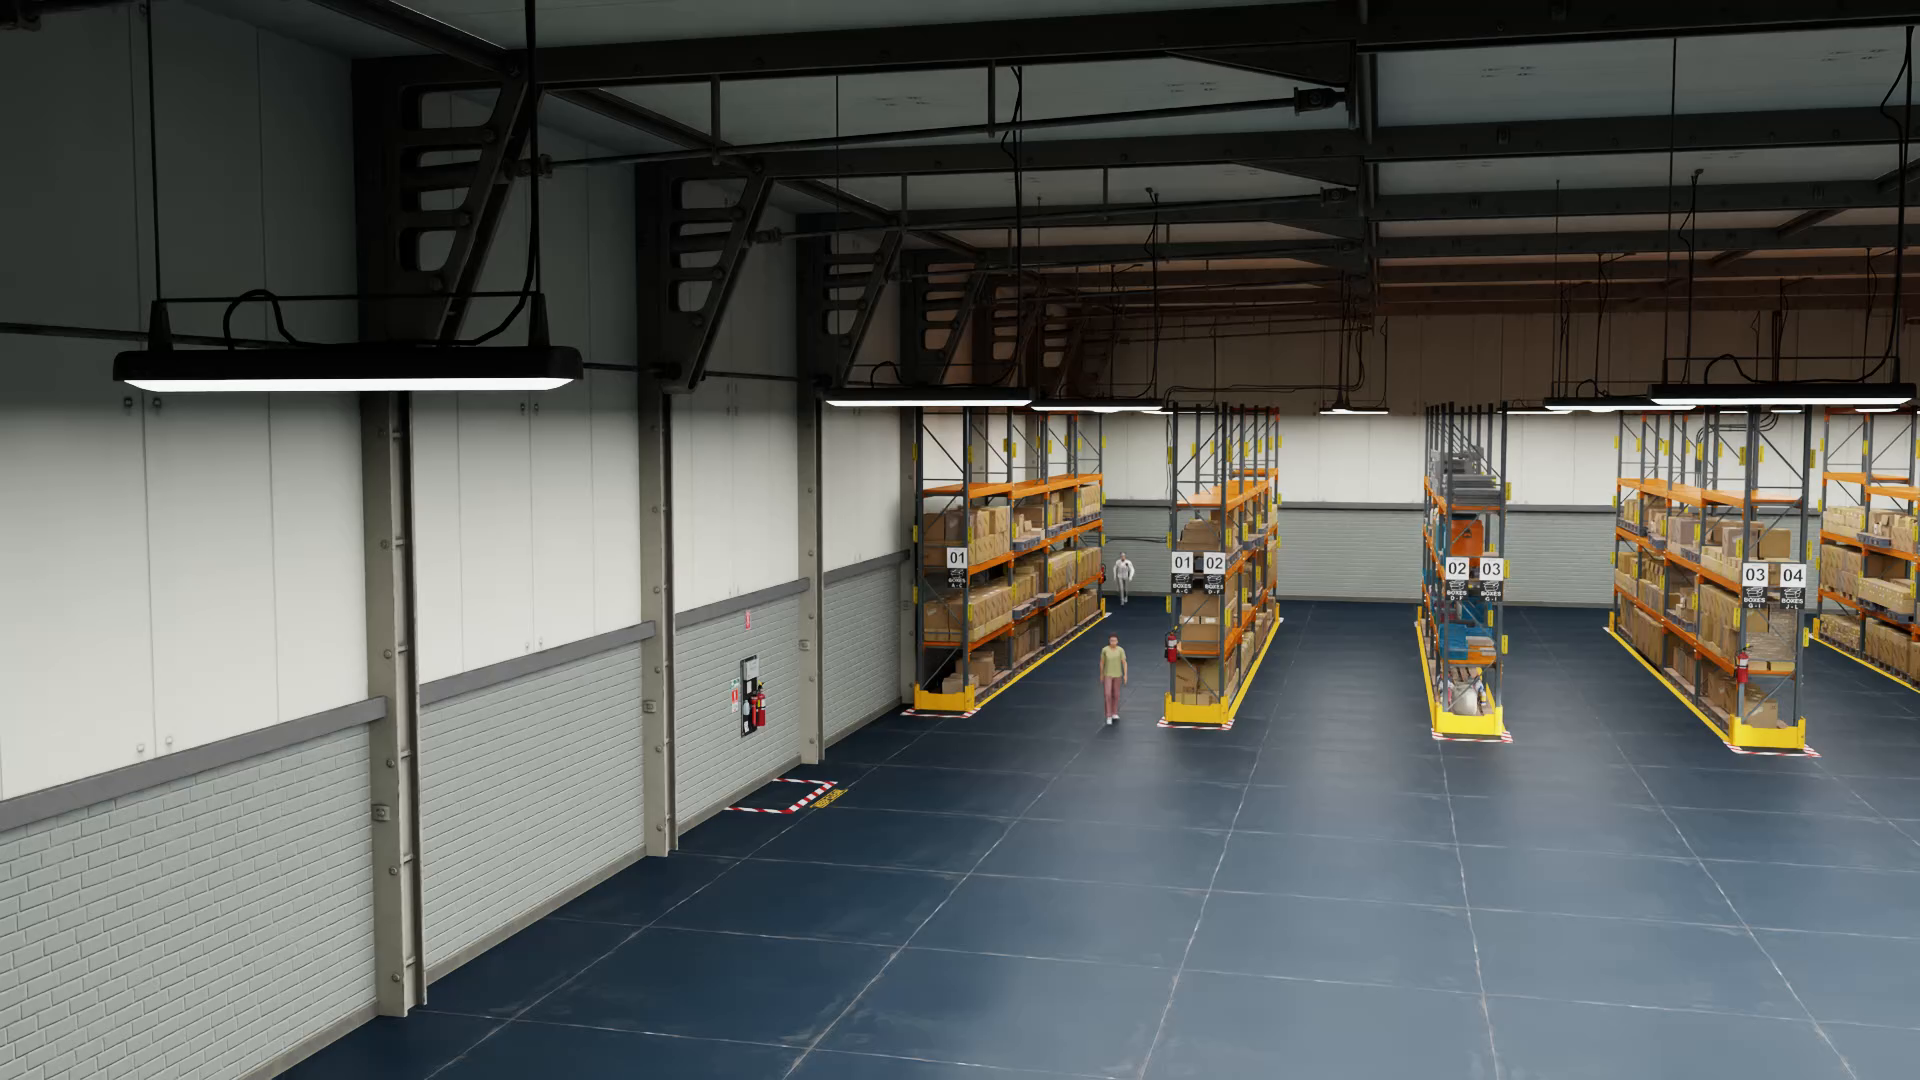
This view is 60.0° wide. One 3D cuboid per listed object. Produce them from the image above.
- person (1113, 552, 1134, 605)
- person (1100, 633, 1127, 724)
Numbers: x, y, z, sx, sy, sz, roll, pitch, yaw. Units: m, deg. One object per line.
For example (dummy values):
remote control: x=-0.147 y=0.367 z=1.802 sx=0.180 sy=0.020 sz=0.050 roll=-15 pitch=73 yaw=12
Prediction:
person: x=5.003 y=1.153 z=50.880 sx=0.645 sy=1.641 sz=0.553 roll=1 pitch=4 yaw=7
person: x=2.891 y=2.579 z=31.270 sx=0.495 sy=1.680 sz=0.695 roll=0 pitch=4 yaw=-1
